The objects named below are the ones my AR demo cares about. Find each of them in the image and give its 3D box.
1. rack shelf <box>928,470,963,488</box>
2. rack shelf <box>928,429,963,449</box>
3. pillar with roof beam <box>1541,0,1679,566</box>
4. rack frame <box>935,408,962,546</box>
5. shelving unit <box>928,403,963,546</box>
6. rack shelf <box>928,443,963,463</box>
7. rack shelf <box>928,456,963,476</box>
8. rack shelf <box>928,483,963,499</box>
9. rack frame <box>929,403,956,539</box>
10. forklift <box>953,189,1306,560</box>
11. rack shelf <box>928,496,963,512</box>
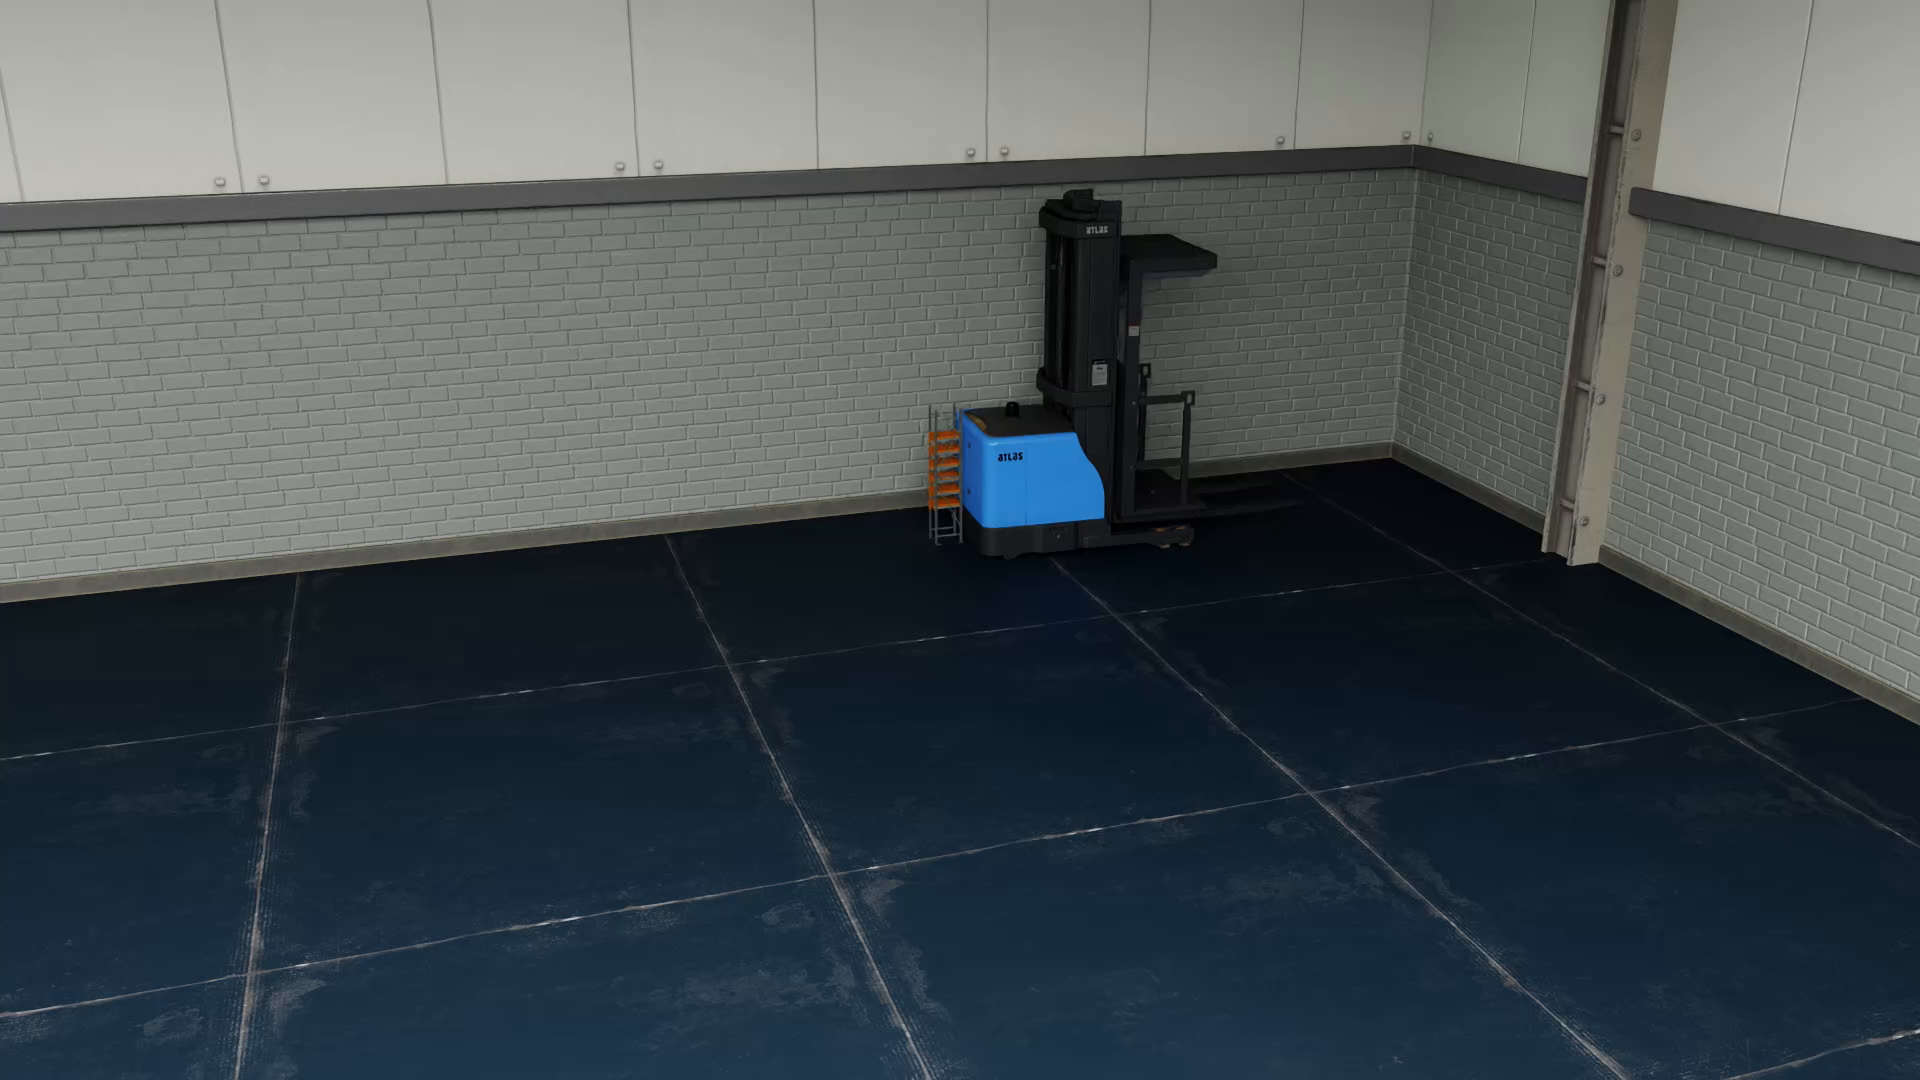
[{"bbox_3d":[-0.124,-0.517,14.212,0.258,0.103,0.180,-6,21,-16],"label":"rack shelf"},{"bbox_3d":[-0.124,-0.856,14.090,0.258,0.103,0.180,-6,21,-16],"label":"rack shelf"},{"bbox_3d":[1.069,-3.643,11.246,9.100,9.000,0.400,-6,21,-17],"label":"pillar with roof beam"},{"bbox_3d":[-0.097,-0.529,14.114,0.240,1.200,0.006,-6,21,-16],"label":"rack frame"},{"bbox_3d":[-0.124,-0.559,14.197,0.258,1.200,0.189,-6,21,-16],"label":"shelving unit"},{"bbox_3d":[-0.124,-0.743,14.131,0.258,0.103,0.180,-6,21,-16],"label":"rack shelf"},{"bbox_3d":[-0.124,-0.630,14.171,0.258,0.103,0.180,-6,21,-16],"label":"rack shelf"},{"bbox_3d":[-0.124,-0.404,14.252,0.258,0.103,0.180,-6,21,-16],"label":"rack shelf"},{"bbox_3d":[-0.151,-0.588,14.279,0.240,1.200,0.006,-6,21,-16],"label":"rack frame"},{"bbox_3d":[1.513,-1.476,14.191,3.031,2.935,1.130,-5,20,-15],"label":"forklift"},{"bbox_3d":[-0.124,-0.291,14.293,0.258,0.103,0.180,-6,21,-16],"label":"rack shelf"}]
